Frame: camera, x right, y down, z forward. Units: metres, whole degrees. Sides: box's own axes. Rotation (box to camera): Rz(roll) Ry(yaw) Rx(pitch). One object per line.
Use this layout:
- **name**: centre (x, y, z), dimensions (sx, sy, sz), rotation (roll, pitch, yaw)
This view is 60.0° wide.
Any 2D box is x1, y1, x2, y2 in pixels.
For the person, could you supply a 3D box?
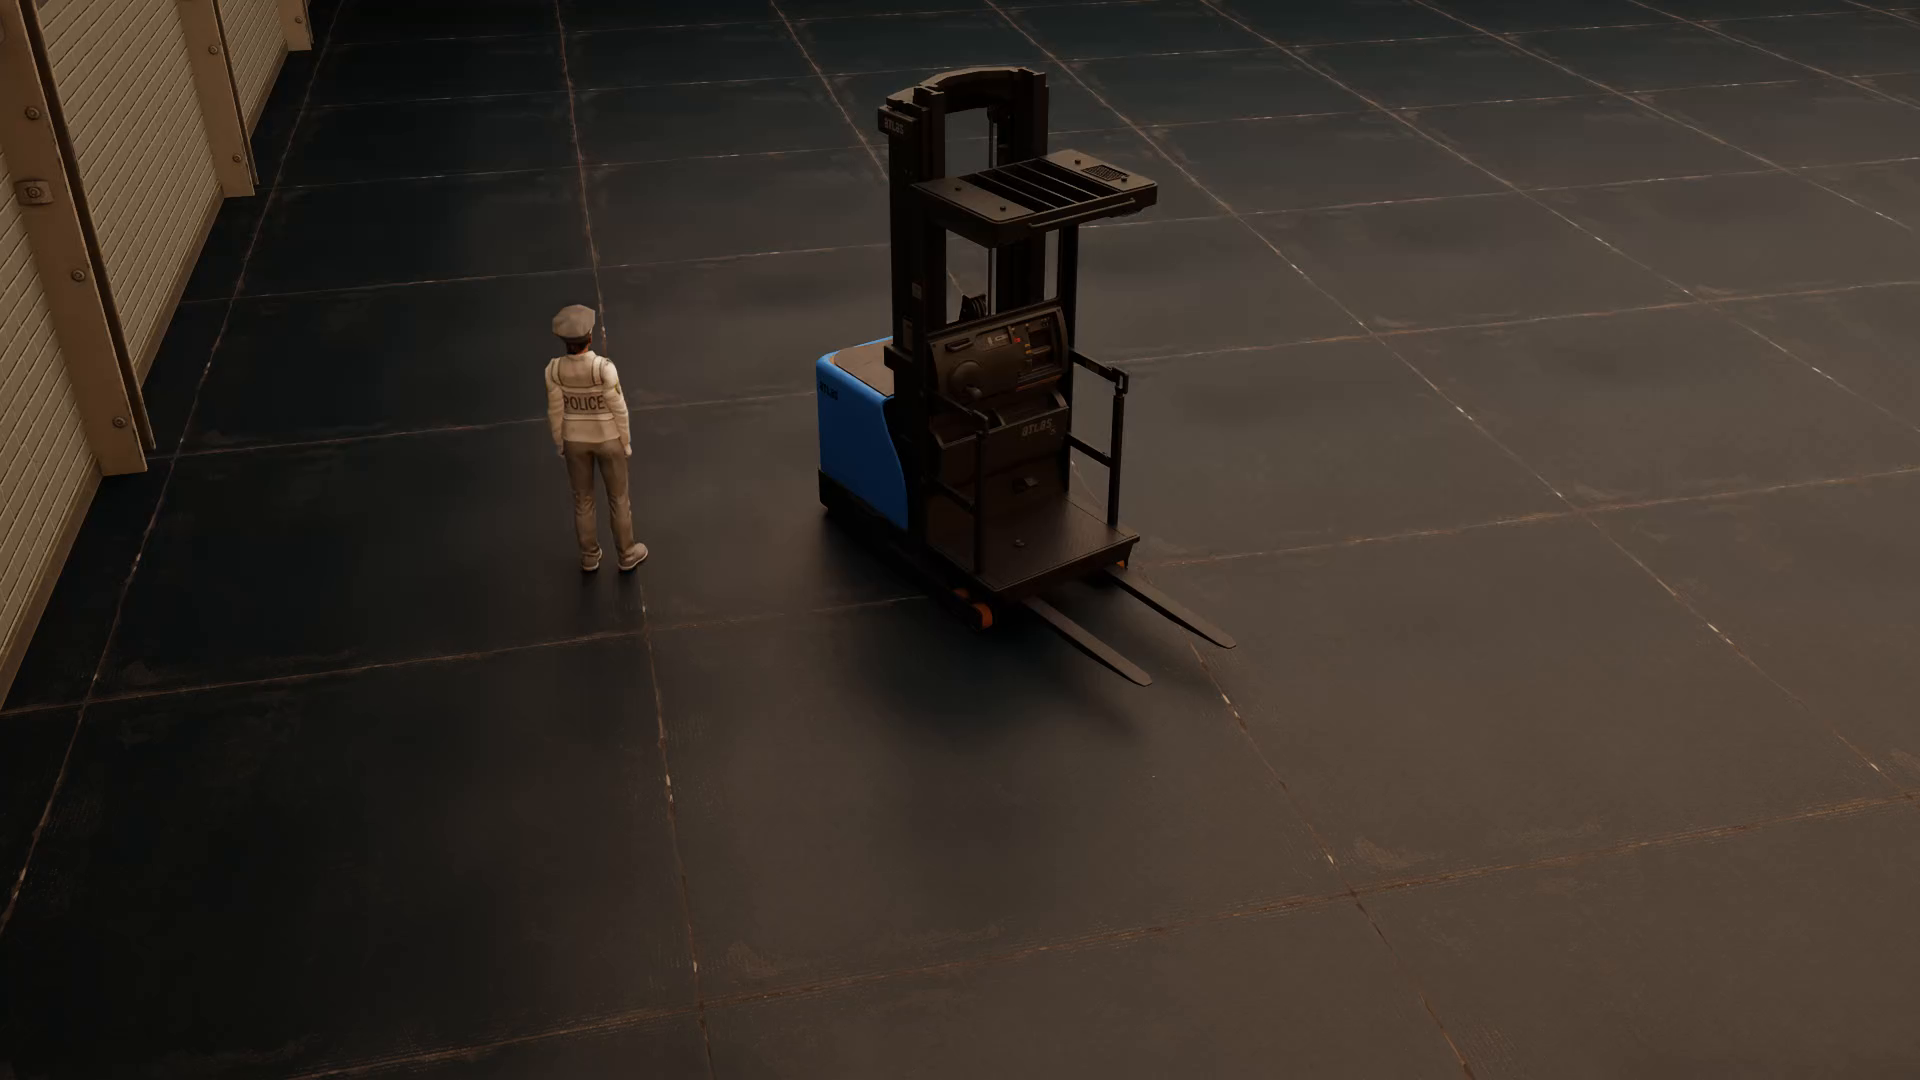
- **person**: centre (-2.167, -0.584, 9.825), dimensions (0.458, 1.694, 0.360), rotation (0, 30, 1)

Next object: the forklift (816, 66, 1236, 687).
- **forklift**: centre (0.355, -1.021, 9.338), dimensions (1.130, 2.935, 3.031), rotation (-20, 35, -30)
